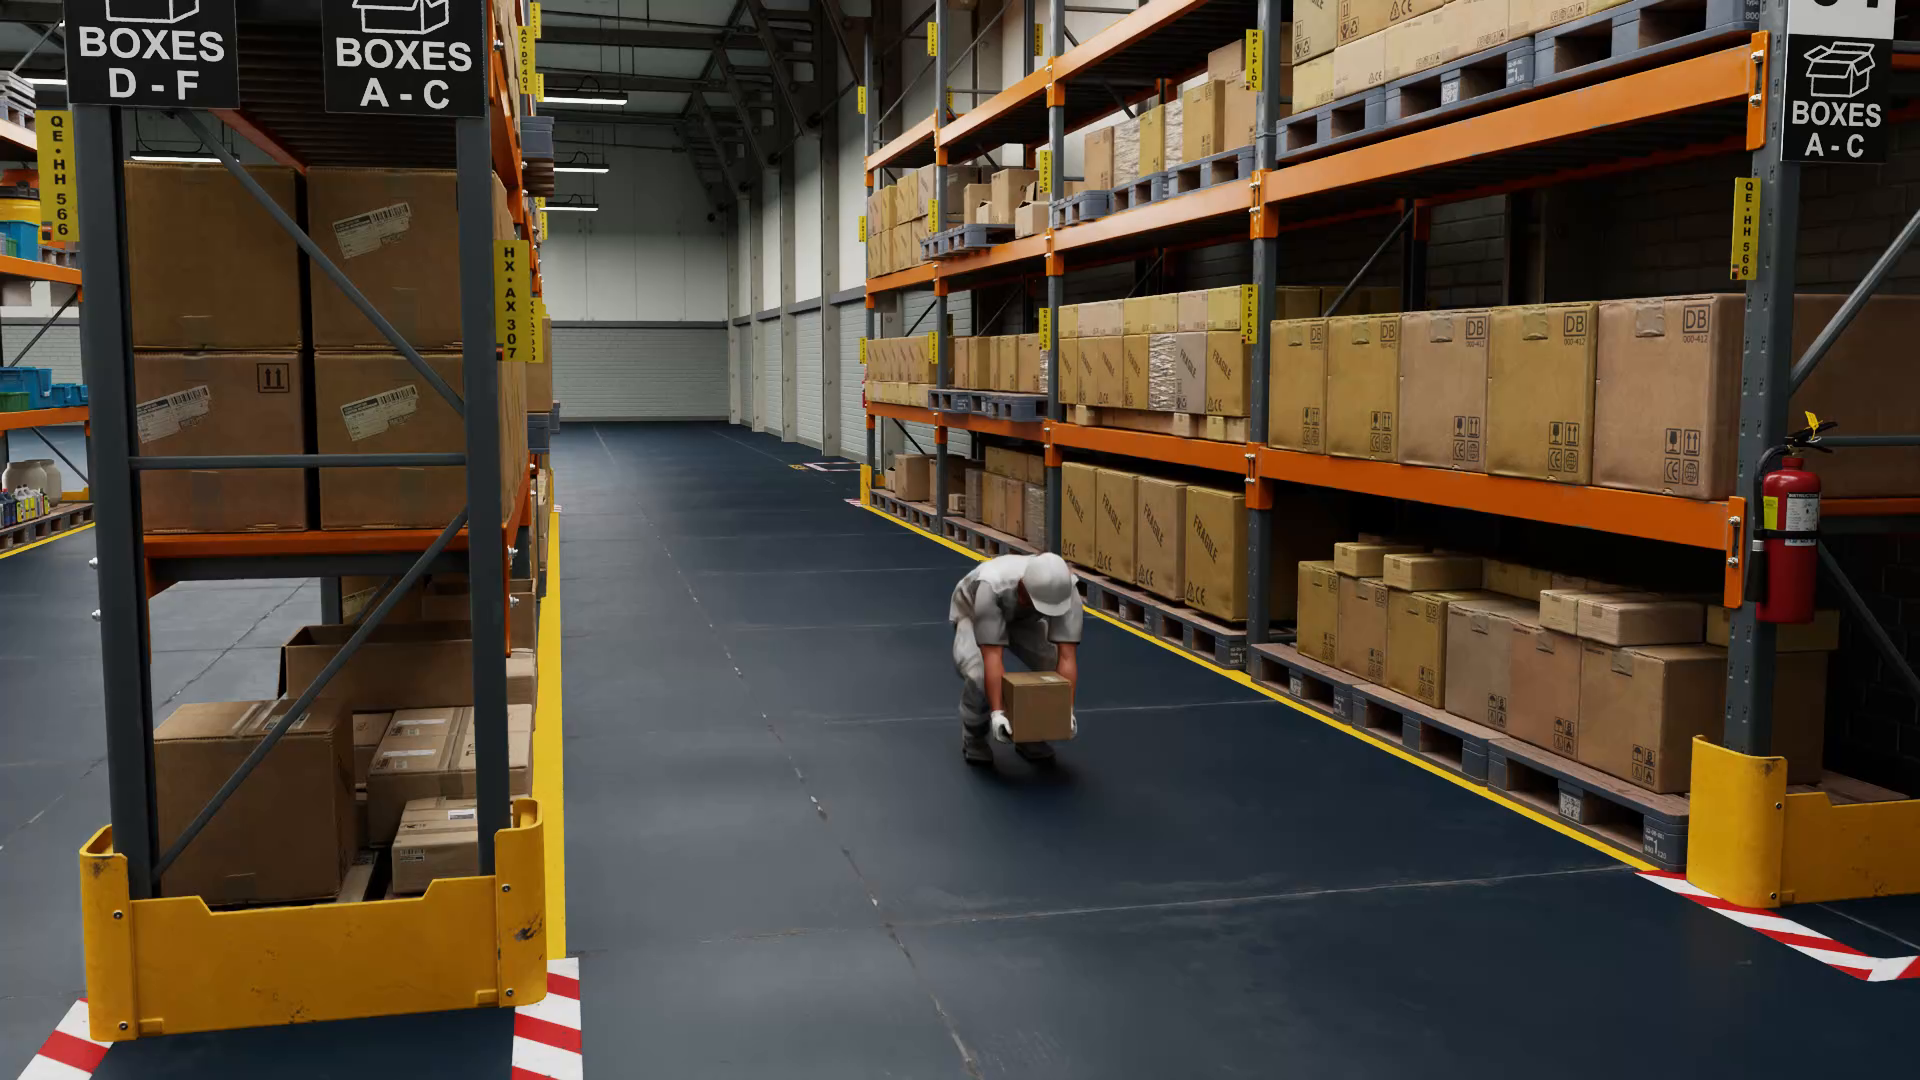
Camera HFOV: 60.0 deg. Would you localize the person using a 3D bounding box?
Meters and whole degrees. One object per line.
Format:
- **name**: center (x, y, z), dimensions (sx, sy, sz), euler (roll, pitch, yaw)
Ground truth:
- **person**: center (0.250, 0.507, 7.311), dimensions (0.533, 0.987, 0.935), euler (-2, 6, -16)
